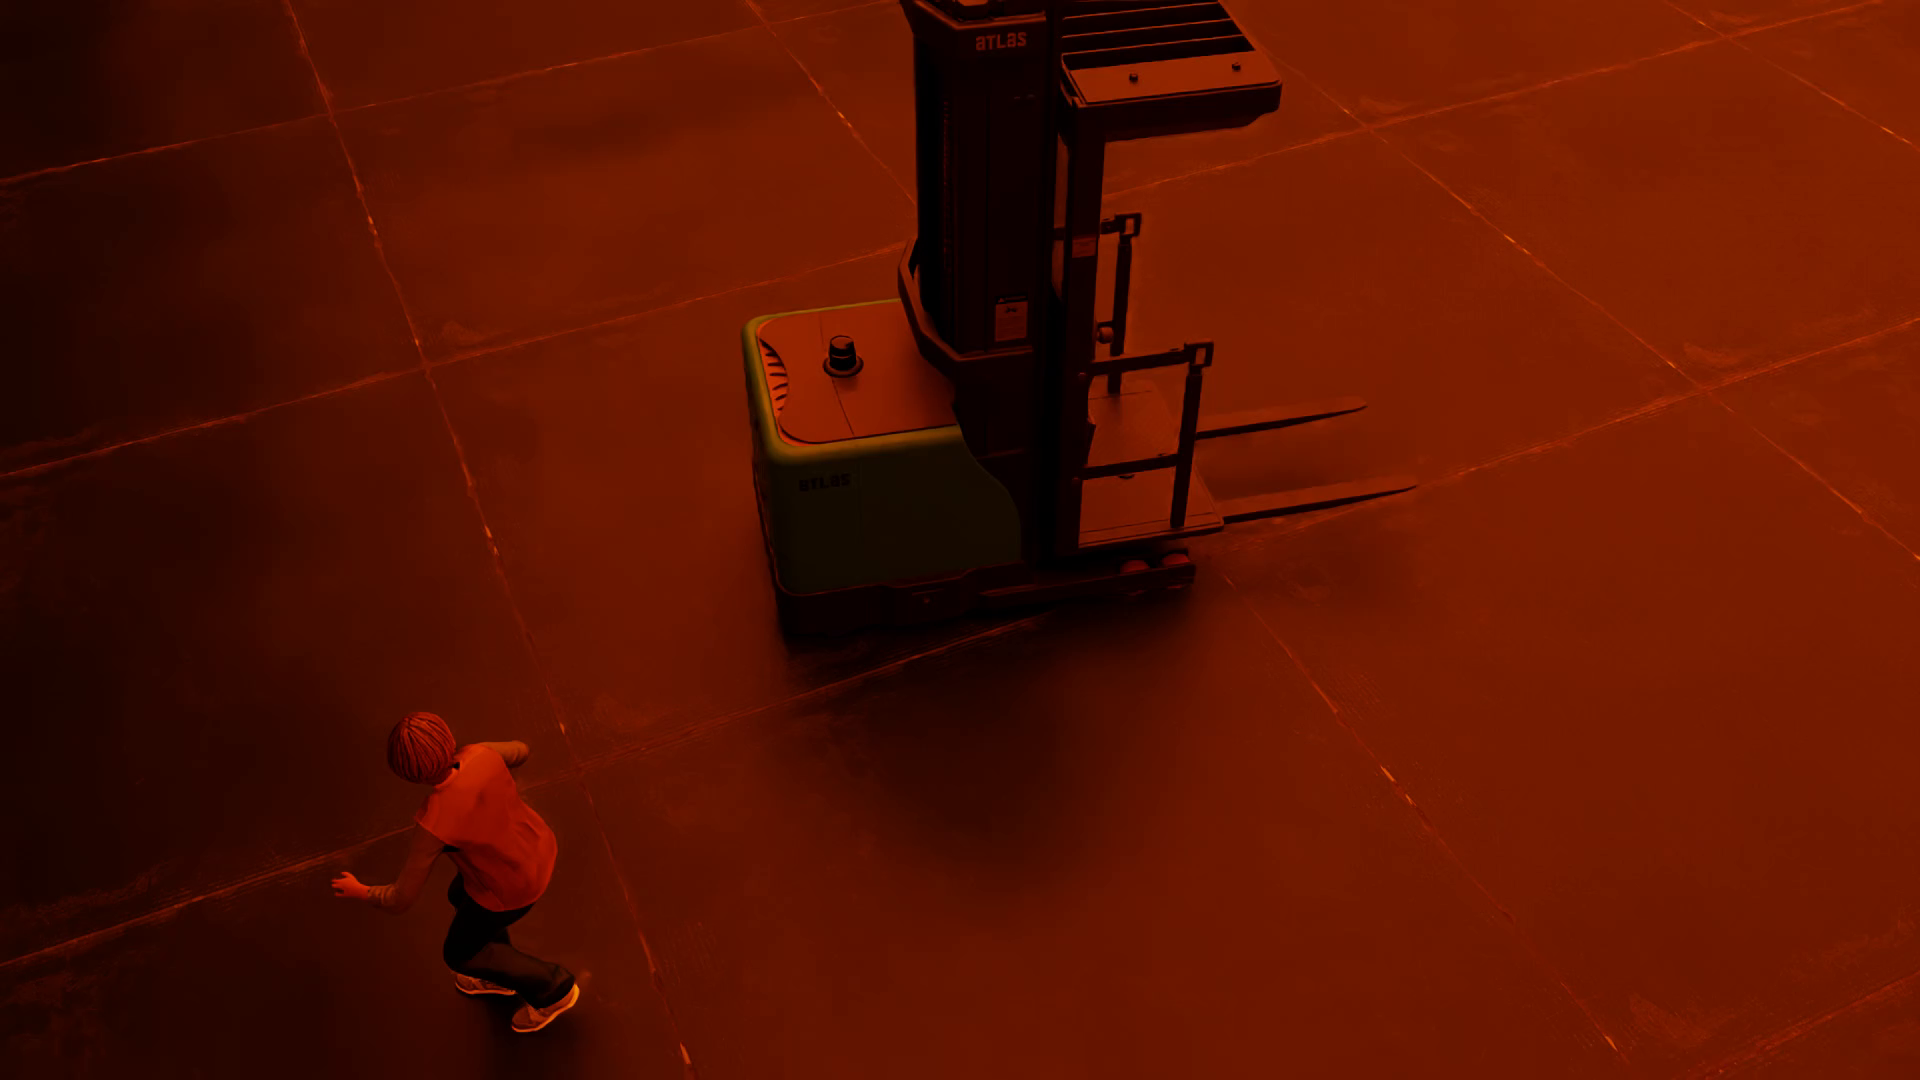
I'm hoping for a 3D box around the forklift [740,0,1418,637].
[{"bbox_3d":[0.595,-1.165,6.928,3.031,2.935,1.130,-9,44,-9],"label":"forklift"}]

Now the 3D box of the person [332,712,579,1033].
[{"bbox_3d":[-1.686,1.088,5.569,0.672,1.499,0.694,5,43,5],"label":"person"}]
